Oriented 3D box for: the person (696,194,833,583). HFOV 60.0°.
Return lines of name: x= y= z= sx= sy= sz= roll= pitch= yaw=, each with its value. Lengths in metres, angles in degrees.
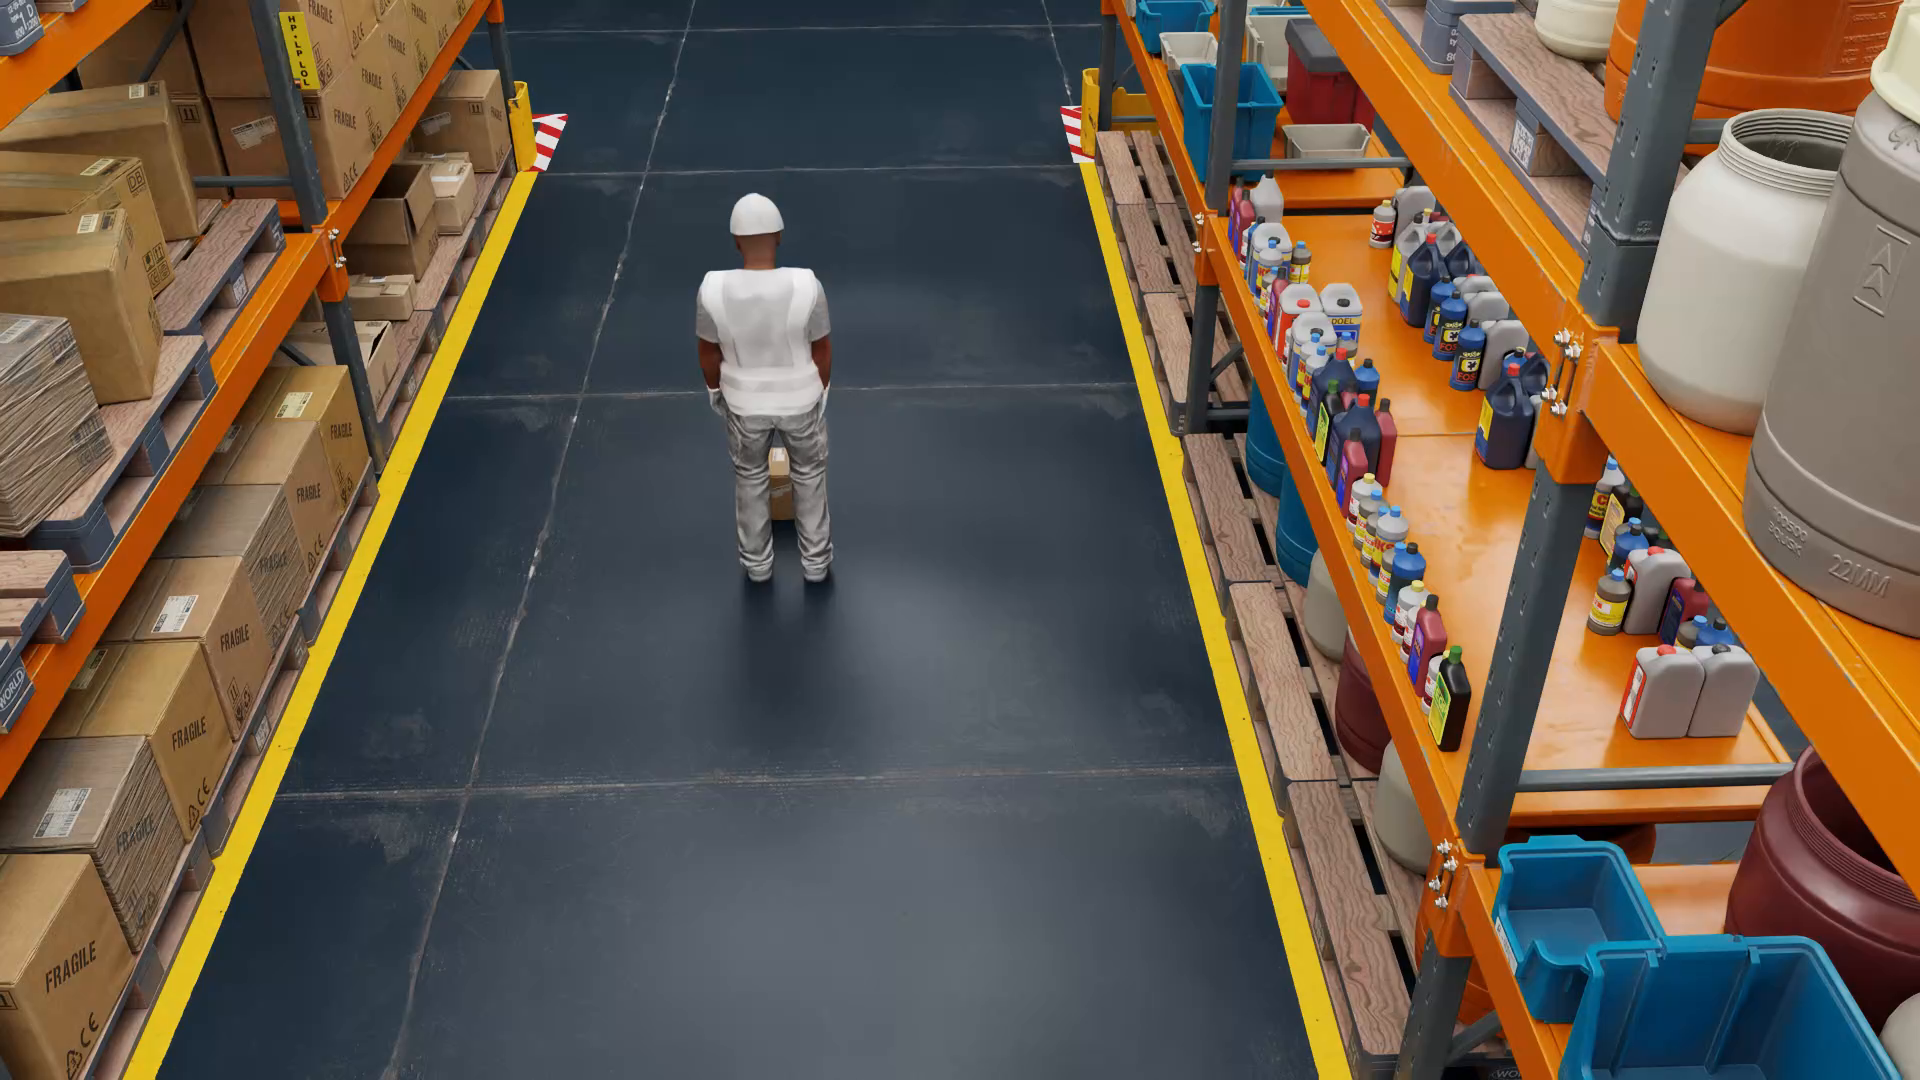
person: x=-0.804 y=-0.603 z=7.004 sx=0.551 sy=1.775 sz=0.367 roll=-1 pitch=35 yaw=-1
